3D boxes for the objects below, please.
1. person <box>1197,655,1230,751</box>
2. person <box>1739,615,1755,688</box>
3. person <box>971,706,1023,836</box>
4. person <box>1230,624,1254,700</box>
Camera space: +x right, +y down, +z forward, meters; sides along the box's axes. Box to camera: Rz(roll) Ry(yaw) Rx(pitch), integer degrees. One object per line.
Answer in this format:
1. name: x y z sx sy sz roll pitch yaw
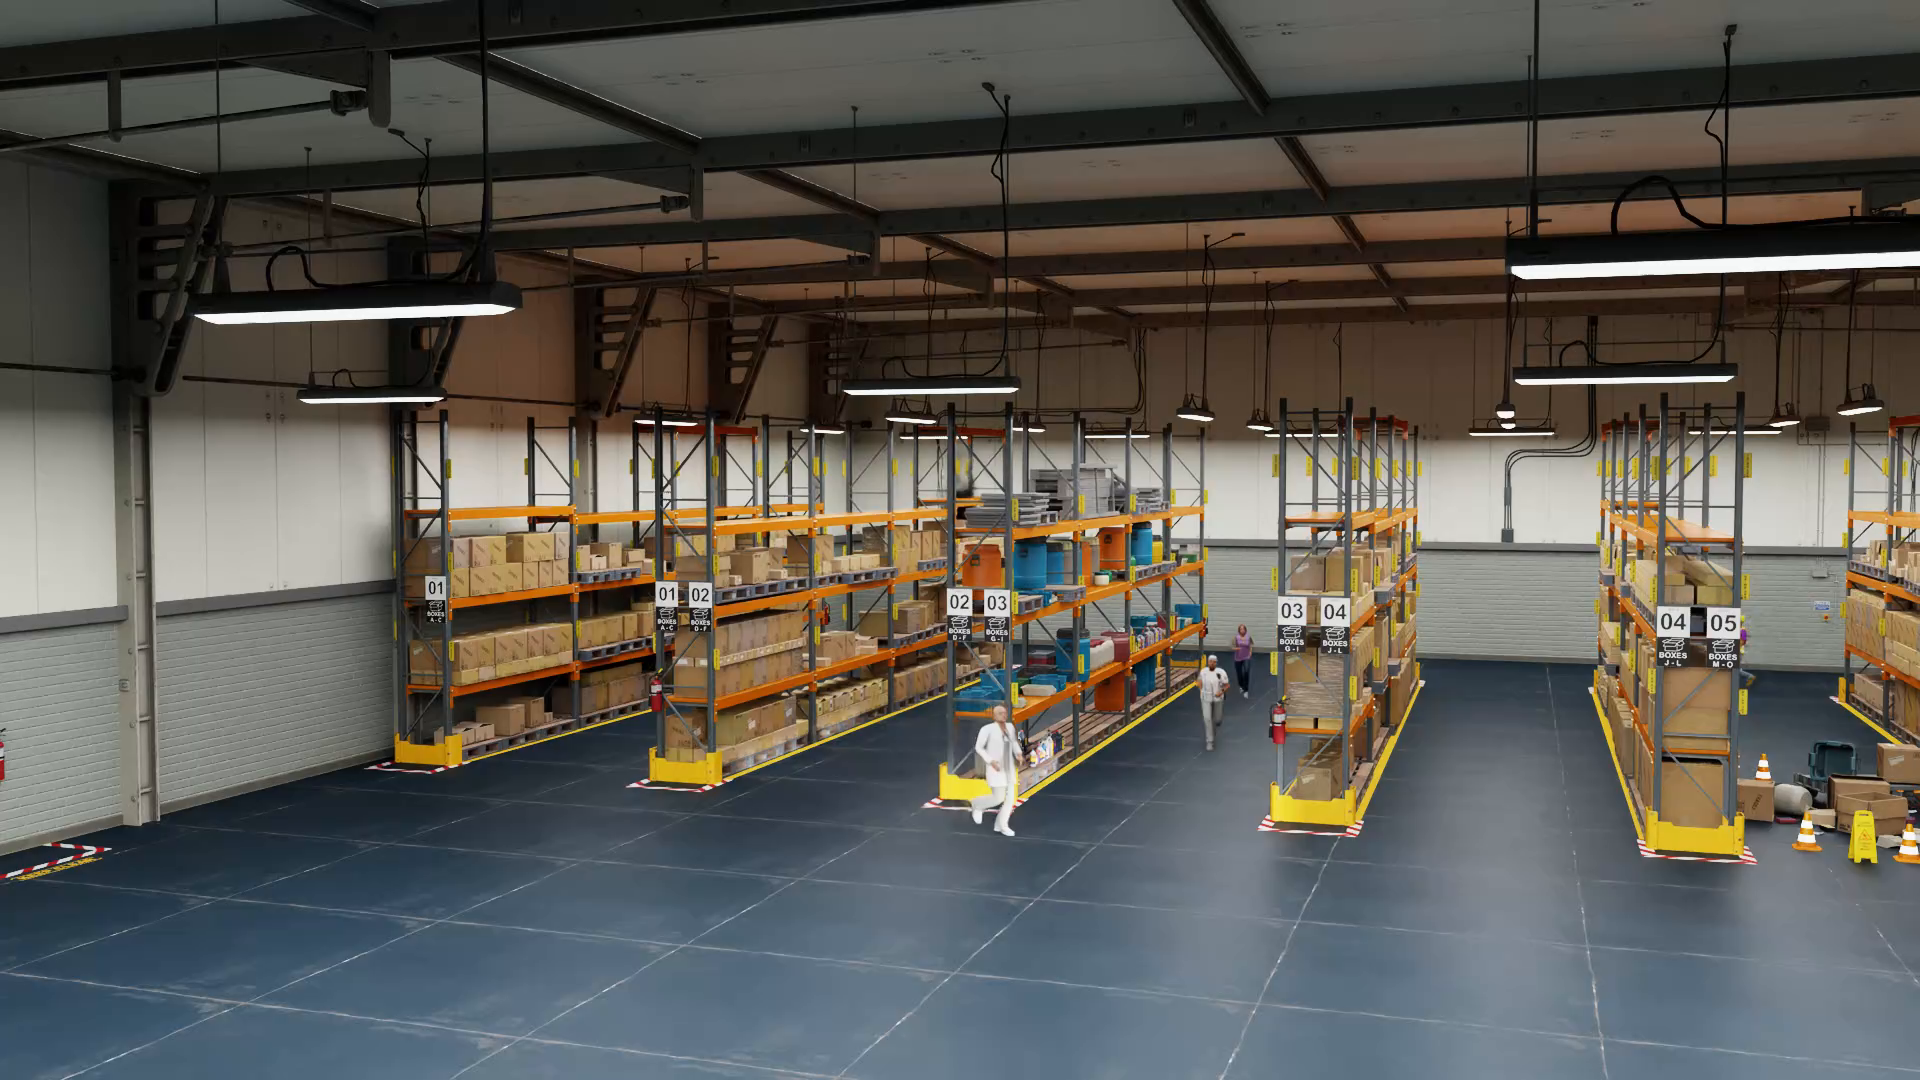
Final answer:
1. person: 4.575 2.909 30.010 0.577 1.673 1.084 0 2 5
2. person: 17.530 2.536 37.455 0.694 1.723 0.704 1 3 18
3. person: 0.520 3.154 22.948 0.712 1.759 0.735 -2 3 -37
4. person: 6.169 2.666 36.447 0.512 1.616 0.795 0 2 11
